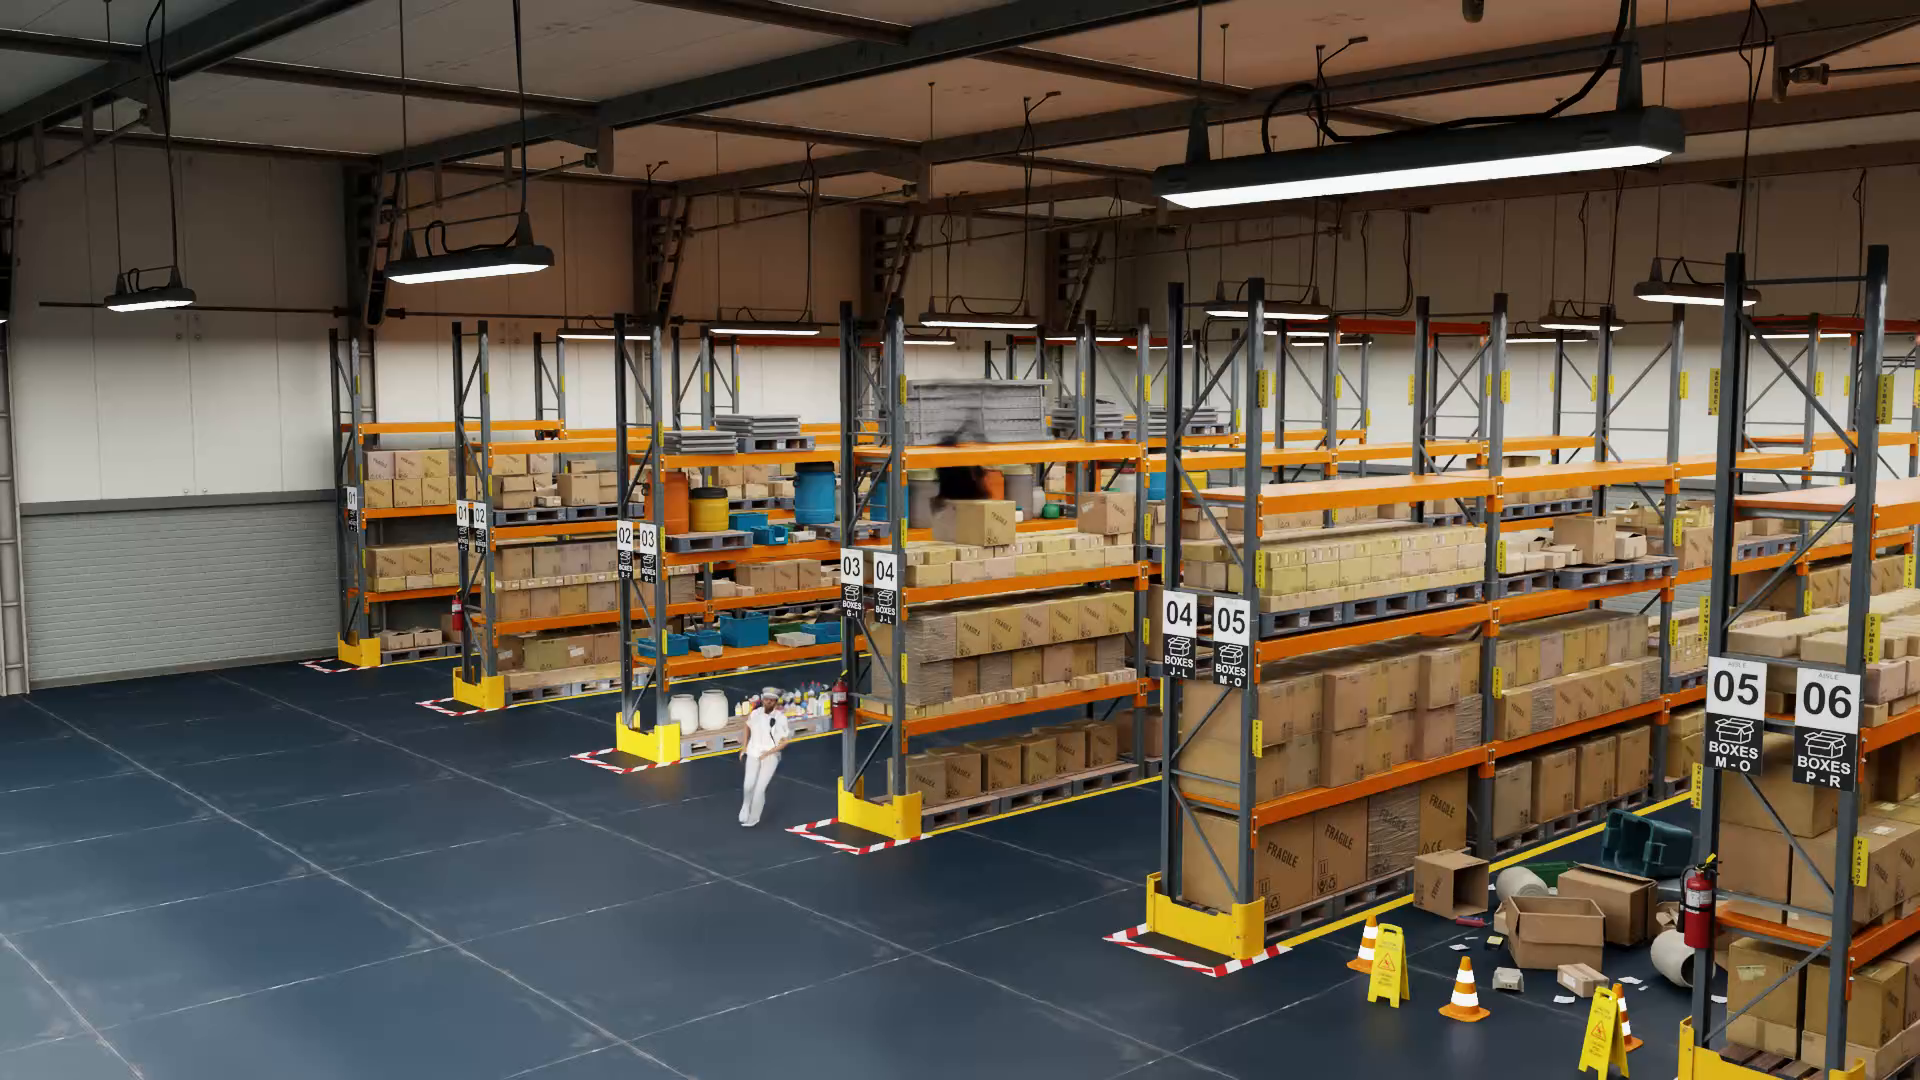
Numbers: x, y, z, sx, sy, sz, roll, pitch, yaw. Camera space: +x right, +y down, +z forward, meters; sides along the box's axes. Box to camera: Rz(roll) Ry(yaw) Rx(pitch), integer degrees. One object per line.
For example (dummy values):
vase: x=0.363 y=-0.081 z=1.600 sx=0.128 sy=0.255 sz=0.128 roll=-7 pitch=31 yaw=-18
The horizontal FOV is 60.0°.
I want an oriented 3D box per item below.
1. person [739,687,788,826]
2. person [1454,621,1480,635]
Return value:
person: x=-2.251 y=2.478 z=18.923 sx=0.592 sy=1.628 sz=0.570 roll=1 pitch=6 yaw=7
person: x=7.415 y=1.903 z=24.069 sx=0.704 sy=1.754 sz=0.957 roll=5 pitch=8 yaw=42
